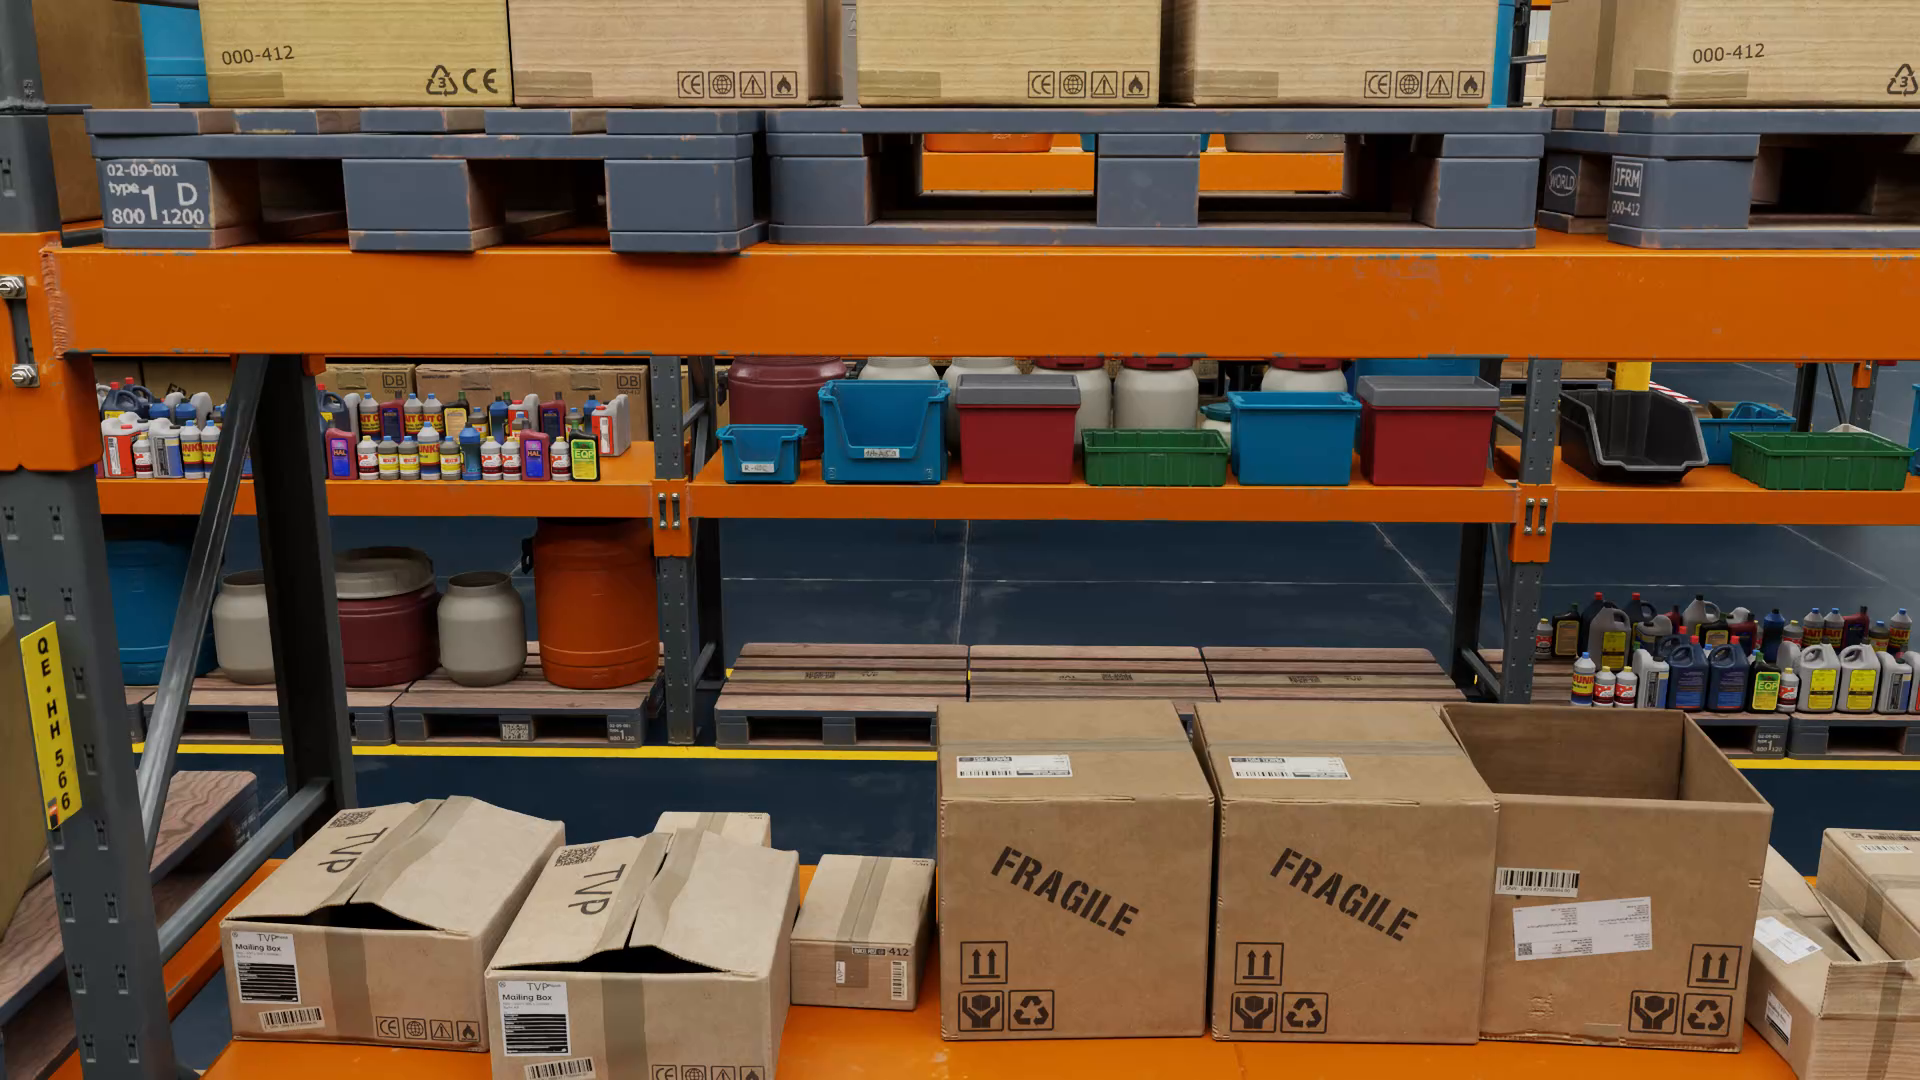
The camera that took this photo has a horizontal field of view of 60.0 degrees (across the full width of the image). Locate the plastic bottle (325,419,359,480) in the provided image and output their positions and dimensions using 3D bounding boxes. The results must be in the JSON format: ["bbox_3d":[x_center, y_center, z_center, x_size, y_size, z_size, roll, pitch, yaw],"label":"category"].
[{"bbox_3d":[-2.897,-0.424,7.794,0.133,0.283,0.061,0,15,1],"label":"plastic bottle"}]

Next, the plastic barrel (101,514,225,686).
[{"bbox_3d":[-4.087,0.219,8.419,0.708,0.901,0.600,0,15,1],"label":"plastic barrel"}]

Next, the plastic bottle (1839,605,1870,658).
[{"bbox_3d":[4.628,0.477,8.615,0.133,0.283,0.061,1,15,2],"label":"plastic bottle"}]

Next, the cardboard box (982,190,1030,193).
[{"bbox_3d":[0.482,-3.627,17.550,0.500,0.500,0.700,0,15,1],"label":"cardboard box"}]

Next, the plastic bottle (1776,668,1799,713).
[{"bbox_3d":[3.927,0.708,7.900,0.097,0.201,0.097,0,15,0],"label":"plastic bottle"}]

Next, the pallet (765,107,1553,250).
[{"bbox_3d":[0.329,-0.686,3.052,1.213,0.211,1.003,1,15,4],"label":"pallet"}]

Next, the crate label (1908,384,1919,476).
[{"bbox_3d":[4.811,-0.487,7.735,0.616,0.435,0.502,0,15,1],"label":"crate label"}]

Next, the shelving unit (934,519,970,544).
[{"bbox_3d":[-0.053,-0.508,11.707,0.252,1.050,0.215,0,15,1],"label":"shelving unit"}]

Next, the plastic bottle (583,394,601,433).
[{"bbox_3d":[-1.879,-0.609,8.522,0.097,0.271,0.097,0,15,0],"label":"plastic bottle"}]

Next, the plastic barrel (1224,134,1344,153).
[{"bbox_3d":[1.491,-2.198,7.427,0.600,0.901,0.600,0,15,0],"label":"plastic barrel"}]

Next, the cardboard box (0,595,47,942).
[{"bbox_3d":[-2.102,0.458,3.206,0.500,0.500,0.700,-5,16,-17],"label":"cardboard box"}]

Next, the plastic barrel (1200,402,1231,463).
[{"bbox_3d":[1.340,-0.534,8.253,0.301,0.262,0.301,0,15,0],"label":"plastic barrel"}]

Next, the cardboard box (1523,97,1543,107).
[{"bbox_3d":[4.254,-3.117,12.189,0.500,0.250,0.500,0,15,-1],"label":"cardboard box"}]

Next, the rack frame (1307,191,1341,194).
[{"bbox_3d":[2.786,-1.816,12.842,0.127,3.000,1.000,0,15,1],"label":"rack frame"}]

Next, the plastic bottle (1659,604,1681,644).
[{"bbox_3d":[3.666,0.470,8.639,0.133,0.283,0.061,1,15,5],"label":"plastic bottle"}]

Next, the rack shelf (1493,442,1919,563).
[{"bbox_3d":[4.659,-0.192,8.097,4.000,0.370,1.077,0,15,1],"label":"rack shelf"}]

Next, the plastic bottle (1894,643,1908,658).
[{"bbox_3d":[4.562,0.638,8.004,0.133,0.283,0.061,0,15,1],"label":"plastic bottle"}]

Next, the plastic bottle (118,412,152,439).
[{"bbox_3d":[-3.956,-0.477,8.013,0.135,0.276,0.152,0,15,1],"label":"plastic bottle"}]

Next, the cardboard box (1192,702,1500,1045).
[{"bbox_3d":[0.734,0.646,3.314,0.500,0.500,0.500,0,15,2],"label":"cardboard box"}]

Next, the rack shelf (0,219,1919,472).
[{"bbox_3d":[0.530,-0.405,3.025,4.000,0.370,1.077,0,15,1],"label":"rack shelf"}]

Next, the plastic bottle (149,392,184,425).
[{"bbox_3d":[-4.067,-0.619,8.549,0.135,0.276,0.152,0,15,1],"label":"plastic bottle"}]

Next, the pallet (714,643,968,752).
[{"bbox_3d":[-0.566,0.785,8.453,1.213,0.211,1.003,0,15,1],"label":"pallet"}]

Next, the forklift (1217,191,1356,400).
[{"bbox_3d":[2.654,-2.175,14.339,3.031,2.935,1.130,-1,15,-3],"label":"forklift"}]

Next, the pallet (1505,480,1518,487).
[{"bbox_3d":[4.681,-0.465,13.188,1.213,0.211,1.003,0,15,1],"label":"pallet"}]

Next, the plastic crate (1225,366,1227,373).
[{"bbox_3d":[3.221,-2.081,19.247,0.662,0.188,0.450,9,27,30],"label":"plastic crate"}]

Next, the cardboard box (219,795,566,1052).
[{"bbox_3d":[-1.107,0.741,3.326,0.500,0.311,0.500,1,15,5],"label":"cardboard box"}]

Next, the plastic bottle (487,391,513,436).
[{"bbox_3d":[-2.359,-0.623,8.550,0.133,0.283,0.061,0,15,1],"label":"plastic bottle"}]

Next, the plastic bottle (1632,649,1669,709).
[{"bbox_3d":[3.290,0.661,7.933,0.135,0.276,0.152,1,15,3],"label":"plastic bottle"}]

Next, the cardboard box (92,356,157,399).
[{"bbox_3d":[-6.769,-1.074,13.373,0.875,0.875,0.875,0,15,1],"label":"cardboard box"}]

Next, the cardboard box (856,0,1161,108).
[{"bbox_3d":[0.081,-0.902,2.971,0.500,0.250,0.500,0,15,0],"label":"cardboard box"}]

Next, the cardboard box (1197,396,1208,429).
[{"bbox_3d":[1.696,-0.837,13.171,0.500,0.500,0.700,0,15,1],"label":"cardboard box"}]

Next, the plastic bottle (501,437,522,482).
[{"bbox_3d":[-2.100,-0.383,7.803,0.097,0.201,0.097,0,15,0],"label":"plastic bottle"}]

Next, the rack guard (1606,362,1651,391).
[{"bbox_3d":[7.036,-1.845,17.854,0.348,0.500,1.175,0,15,1],"label":"rack guard"}]

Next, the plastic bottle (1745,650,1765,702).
[{"bbox_3d":[3.792,0.658,7.953,0.097,0.271,0.097,0,15,0],"label":"plastic bottle"}]

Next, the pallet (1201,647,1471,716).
[{"bbox_3d":[1.873,0.800,8.392,1.213,0.211,1.003,0,15,1],"label":"pallet"}]

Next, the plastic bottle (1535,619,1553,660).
[{"bbox_3d":[3.030,0.511,8.648,0.097,0.201,0.097,0,15,0],"label":"plastic bottle"}]

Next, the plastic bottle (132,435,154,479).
[{"bbox_3d":[-3.844,-0.395,7.846,0.097,0.201,0.097,0,15,0],"label":"plastic bottle"}]

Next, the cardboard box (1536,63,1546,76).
[{"bbox_3d":[6.016,-4.762,16.823,0.500,0.250,0.500,0,15,2],"label":"cardboard box"}]

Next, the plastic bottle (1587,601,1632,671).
[{"bbox_3d":[3.307,0.483,8.460,0.185,0.351,0.144,0,15,1],"label":"plastic bottle"}]

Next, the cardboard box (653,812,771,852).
[{"bbox_3d":[-0.564,0.741,3.643,0.250,0.149,0.380,0,15,1],"label":"cardboard box"}]

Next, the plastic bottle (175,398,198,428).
[{"bbox_3d":[-3.917,-0.584,8.426,0.097,0.271,0.097,0,15,0],"label":"plastic bottle"}]

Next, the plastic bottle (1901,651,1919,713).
[{"bbox_3d":[4.559,0.669,7.902,0.135,0.276,0.152,0,15,2],"label":"plastic bottle"}]

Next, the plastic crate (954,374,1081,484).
[{"bbox_3d":[0.268,-0.521,7.810,0.583,0.464,0.402,0,15,1],"label":"plastic crate"}]

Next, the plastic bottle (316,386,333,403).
[{"bbox_3d":[-3.310,-0.651,8.525,0.185,0.351,0.144,0,15,1],"label":"plastic bottle"}]

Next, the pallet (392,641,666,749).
[{"bbox_3d":[-2.129,0.775,8.488,1.213,0.211,1.003,0,15,1],"label":"pallet"}]

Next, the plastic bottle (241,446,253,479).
[{"bbox_3d":[-3.374,-0.470,7.838,0.185,0.351,0.144,0,15,1],"label":"plastic bottle"}]

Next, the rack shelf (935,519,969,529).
[{"bbox_3d":[-0.053,-0.229,11.781,0.240,0.259,0.215,0,15,1],"label":"rack shelf"}]

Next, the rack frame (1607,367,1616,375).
[{"bbox_3d":[7.012,-3.054,17.535,0.127,3.000,1.000,0,15,1],"label":"rack frame"}]

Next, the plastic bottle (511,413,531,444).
[{"bbox_3d":[-2.211,-0.539,8.392,0.097,0.201,0.097,0,15,0],"label":"plastic bottle"}]

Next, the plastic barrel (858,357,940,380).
[{"bbox_3d":[-0.306,-0.681,8.320,0.421,0.512,0.421,0,15,0],"label":"plastic barrel"}]

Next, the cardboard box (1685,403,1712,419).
[{"bbox_3d":[5.562,-0.788,13.022,0.500,0.500,0.500,4,15,16],"label":"cardboard box"}]

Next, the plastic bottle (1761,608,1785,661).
[{"bbox_3d":[4.208,0.484,8.610,0.097,0.271,0.097,0,15,0],"label":"plastic bottle"}]

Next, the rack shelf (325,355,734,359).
[{"bbox_3d":[-3.212,-1.507,13.082,4.000,0.370,1.077,0,15,1],"label":"rack shelf"}]

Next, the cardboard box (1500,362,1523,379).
[{"bbox_3d":[5.453,-2.222,17.725,0.875,0.875,0.875,0,15,1],"label":"cardboard box"}]

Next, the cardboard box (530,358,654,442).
[{"bbox_3d":[-2.793,-1.035,13.225,0.875,0.875,1.225,0,15,2],"label":"cardboard box"}]

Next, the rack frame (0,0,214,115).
[{"bbox_3d":[-1.470,-2.216,2.600,0.127,3.000,1.000,0,15,1],"label":"rack frame"}]

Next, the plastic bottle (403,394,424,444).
[{"bbox_3d":[-2.803,-0.615,8.545,0.097,0.271,0.097,0,15,0],"label":"plastic bottle"}]

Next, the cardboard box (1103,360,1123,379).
[{"bbox_3d":[1.426,-2.184,17.823,0.750,0.750,1.050,0,15,1],"label":"cardboard box"}]

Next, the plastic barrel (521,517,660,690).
[{"bbox_3d":[-1.829,0.269,8.372,0.708,0.830,0.600,0,15,1],"label":"plastic barrel"}]
